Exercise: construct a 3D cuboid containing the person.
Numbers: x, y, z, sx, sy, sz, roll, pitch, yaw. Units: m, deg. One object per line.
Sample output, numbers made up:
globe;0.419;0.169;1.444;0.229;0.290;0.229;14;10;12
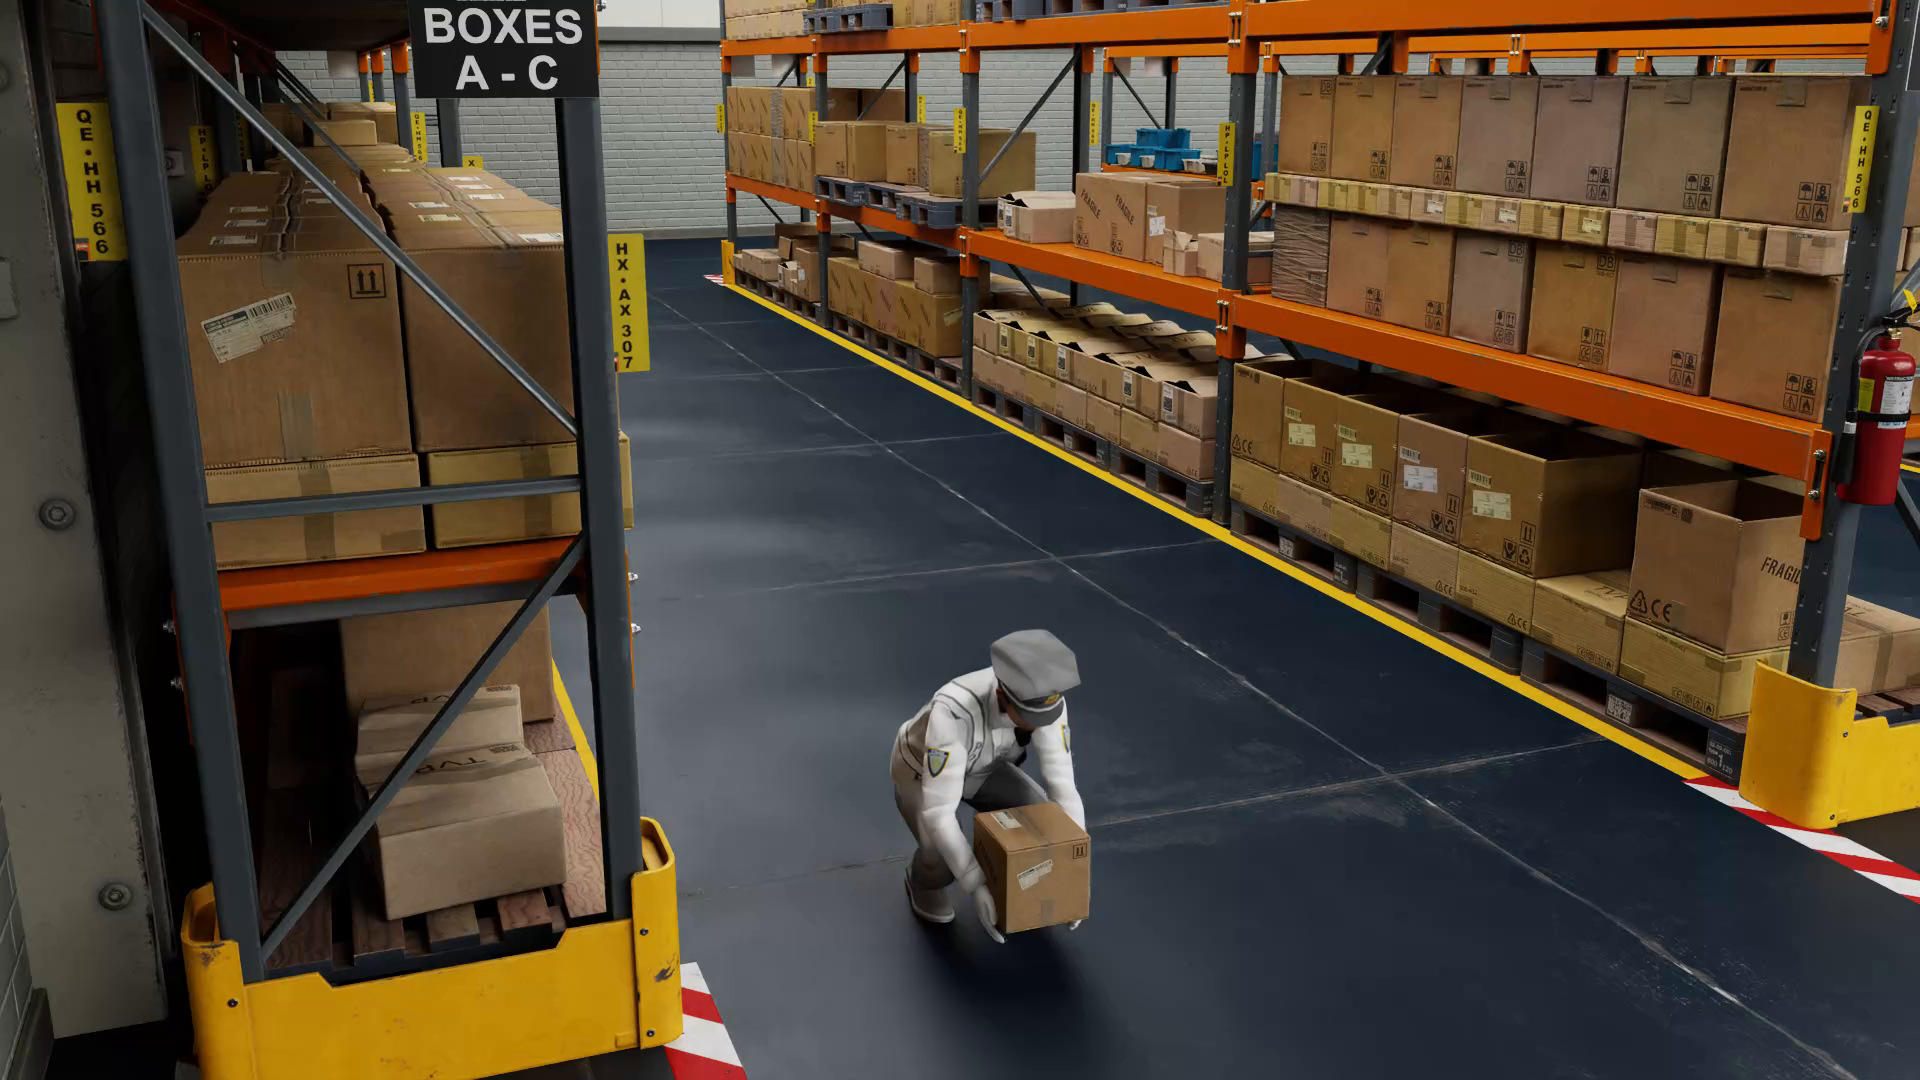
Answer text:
person;0.077;0.520;4.886;0.402;0.631;0.761;-6;17;-20
